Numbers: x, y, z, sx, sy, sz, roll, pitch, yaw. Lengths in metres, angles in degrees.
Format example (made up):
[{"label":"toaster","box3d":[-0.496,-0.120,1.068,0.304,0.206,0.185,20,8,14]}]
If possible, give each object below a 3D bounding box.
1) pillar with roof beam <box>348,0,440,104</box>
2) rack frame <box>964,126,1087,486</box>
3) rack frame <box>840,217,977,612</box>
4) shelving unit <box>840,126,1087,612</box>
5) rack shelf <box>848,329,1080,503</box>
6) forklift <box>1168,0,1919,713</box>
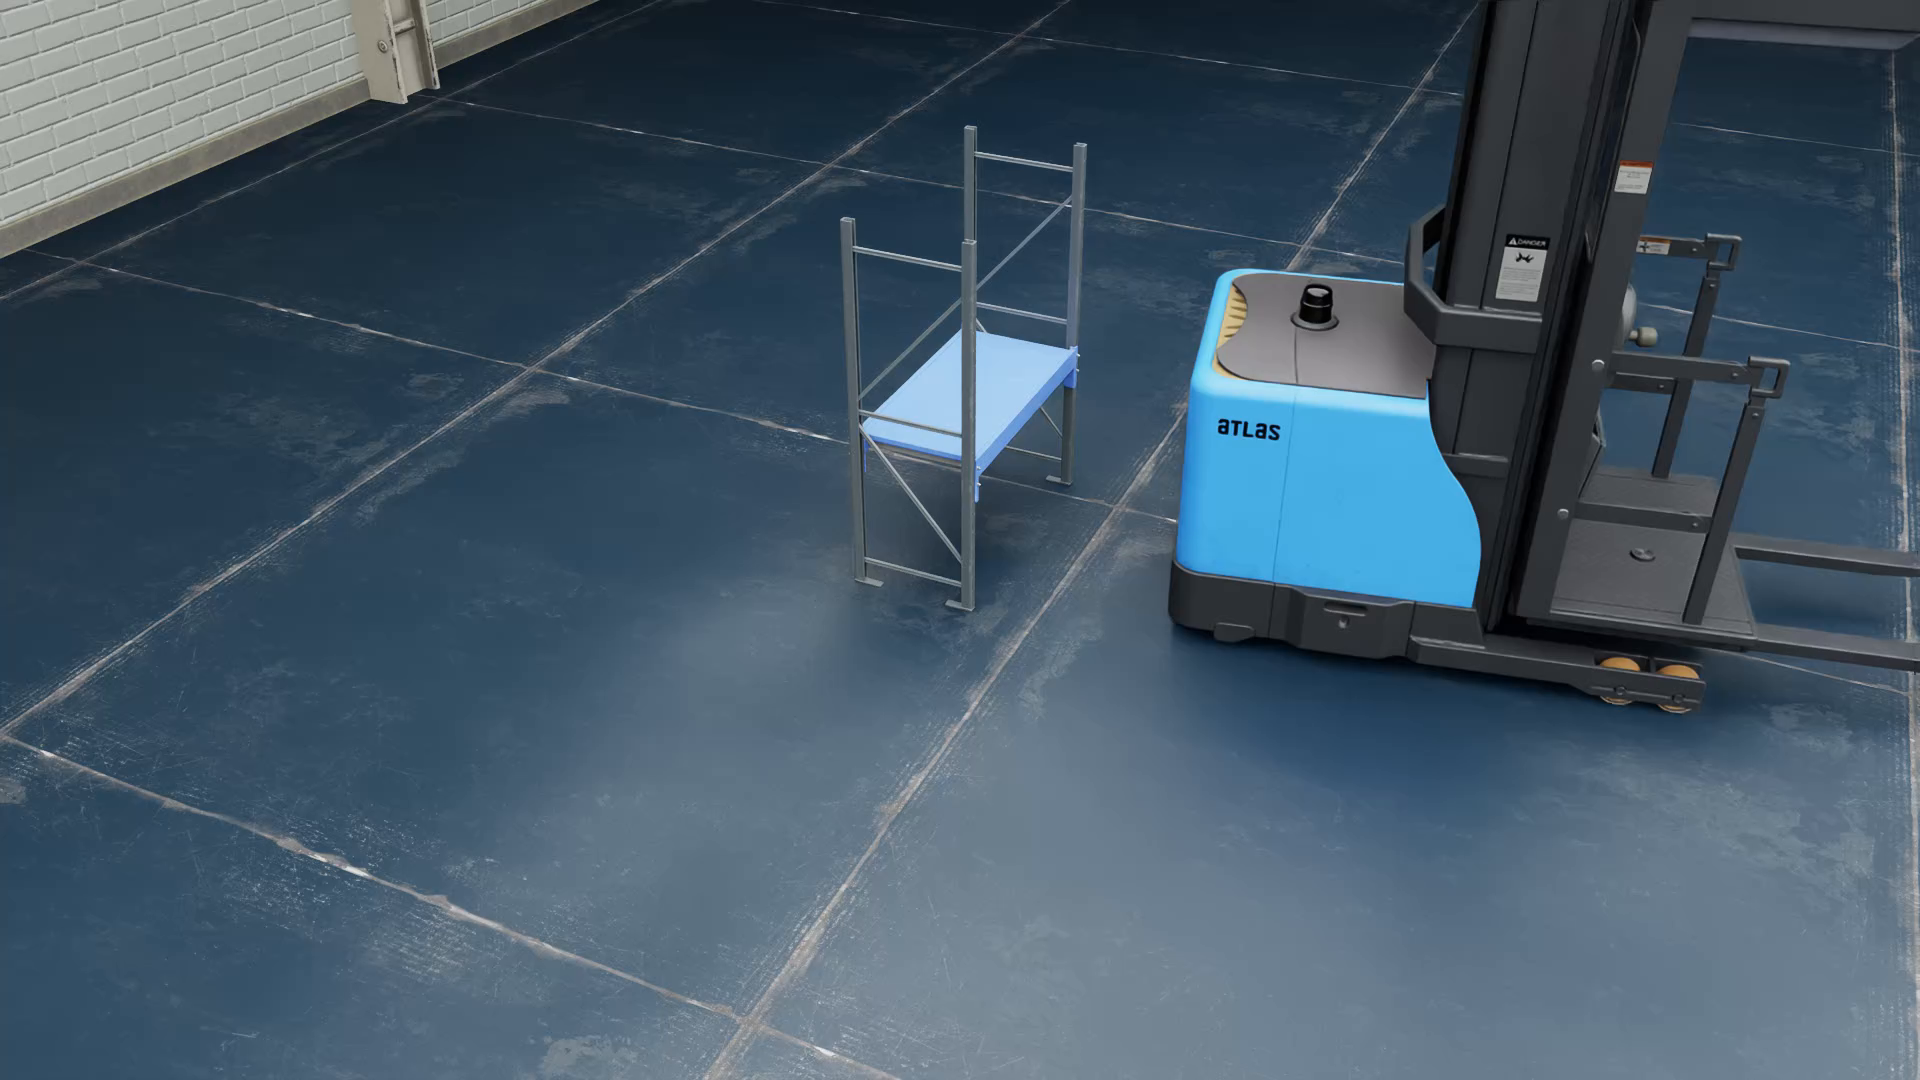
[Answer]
[{"label":"pillar with roof beam","box3d":[0.085,-5.856,7.474,9.100,9.000,0.400,14,36,20]},{"label":"rack frame","box3d":[0.248,-0.923,6.790,0.500,1.500,0.032,14,36,20]},{"label":"rack frame","box3d":[-0.177,-0.416,6.017,0.500,1.500,0.032,14,36,20]},{"label":"shelving unit","box3d":[0.036,-0.670,6.404,0.538,1.500,1.048,14,36,20]},{"label":"rack shelf","box3d":[0.036,-0.519,6.502,0.538,0.185,1.000,14,36,20]},{"label":"forklift","box3d":[2.349,-0.942,5.514,3.031,2.935,1.130,7,34,11]}]
